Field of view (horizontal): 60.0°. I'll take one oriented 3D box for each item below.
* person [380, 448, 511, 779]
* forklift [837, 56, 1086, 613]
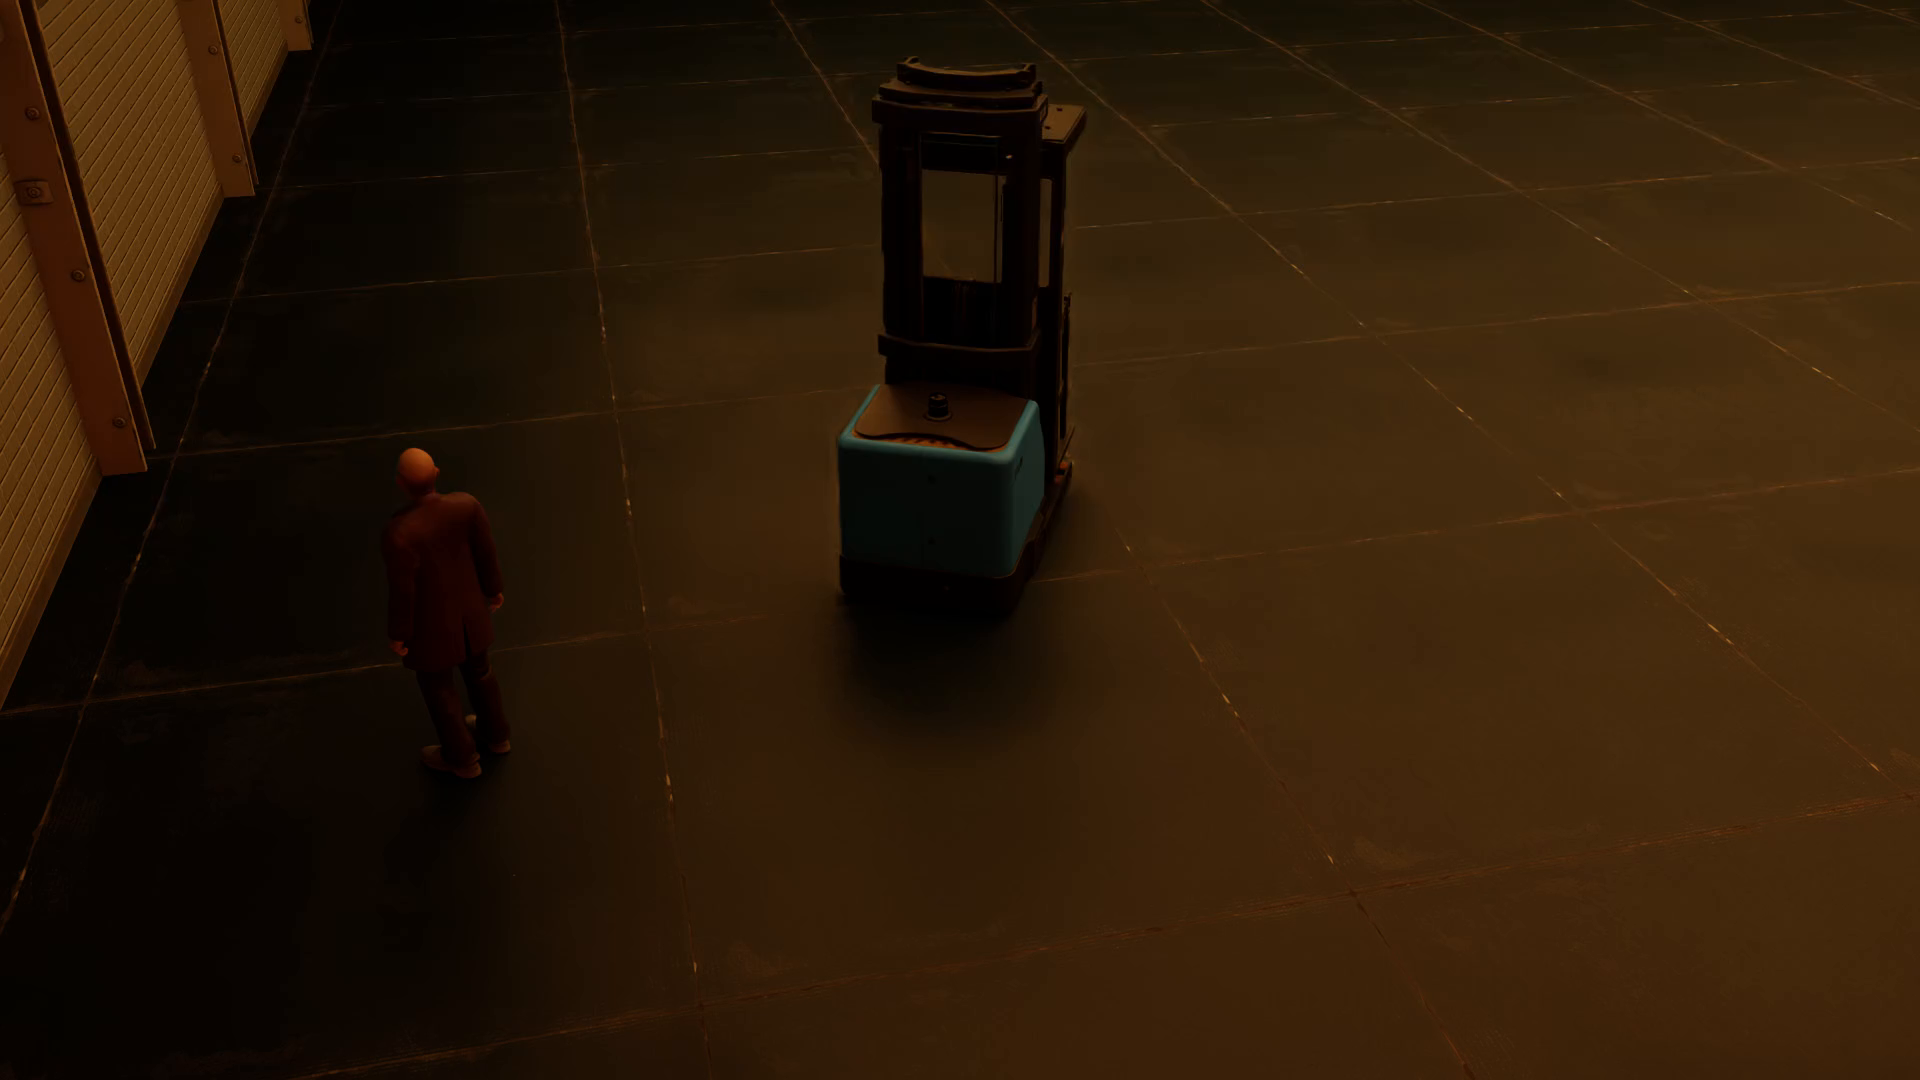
[{"bbox_3d":[-2.550,0.338,8.139,0.420,1.782,0.643,22,37,33],"label":"person"},{"bbox_3d":[0.132,-1.569,10.285,1.130,2.935,3.031,7,31,12],"label":"forklift"}]
